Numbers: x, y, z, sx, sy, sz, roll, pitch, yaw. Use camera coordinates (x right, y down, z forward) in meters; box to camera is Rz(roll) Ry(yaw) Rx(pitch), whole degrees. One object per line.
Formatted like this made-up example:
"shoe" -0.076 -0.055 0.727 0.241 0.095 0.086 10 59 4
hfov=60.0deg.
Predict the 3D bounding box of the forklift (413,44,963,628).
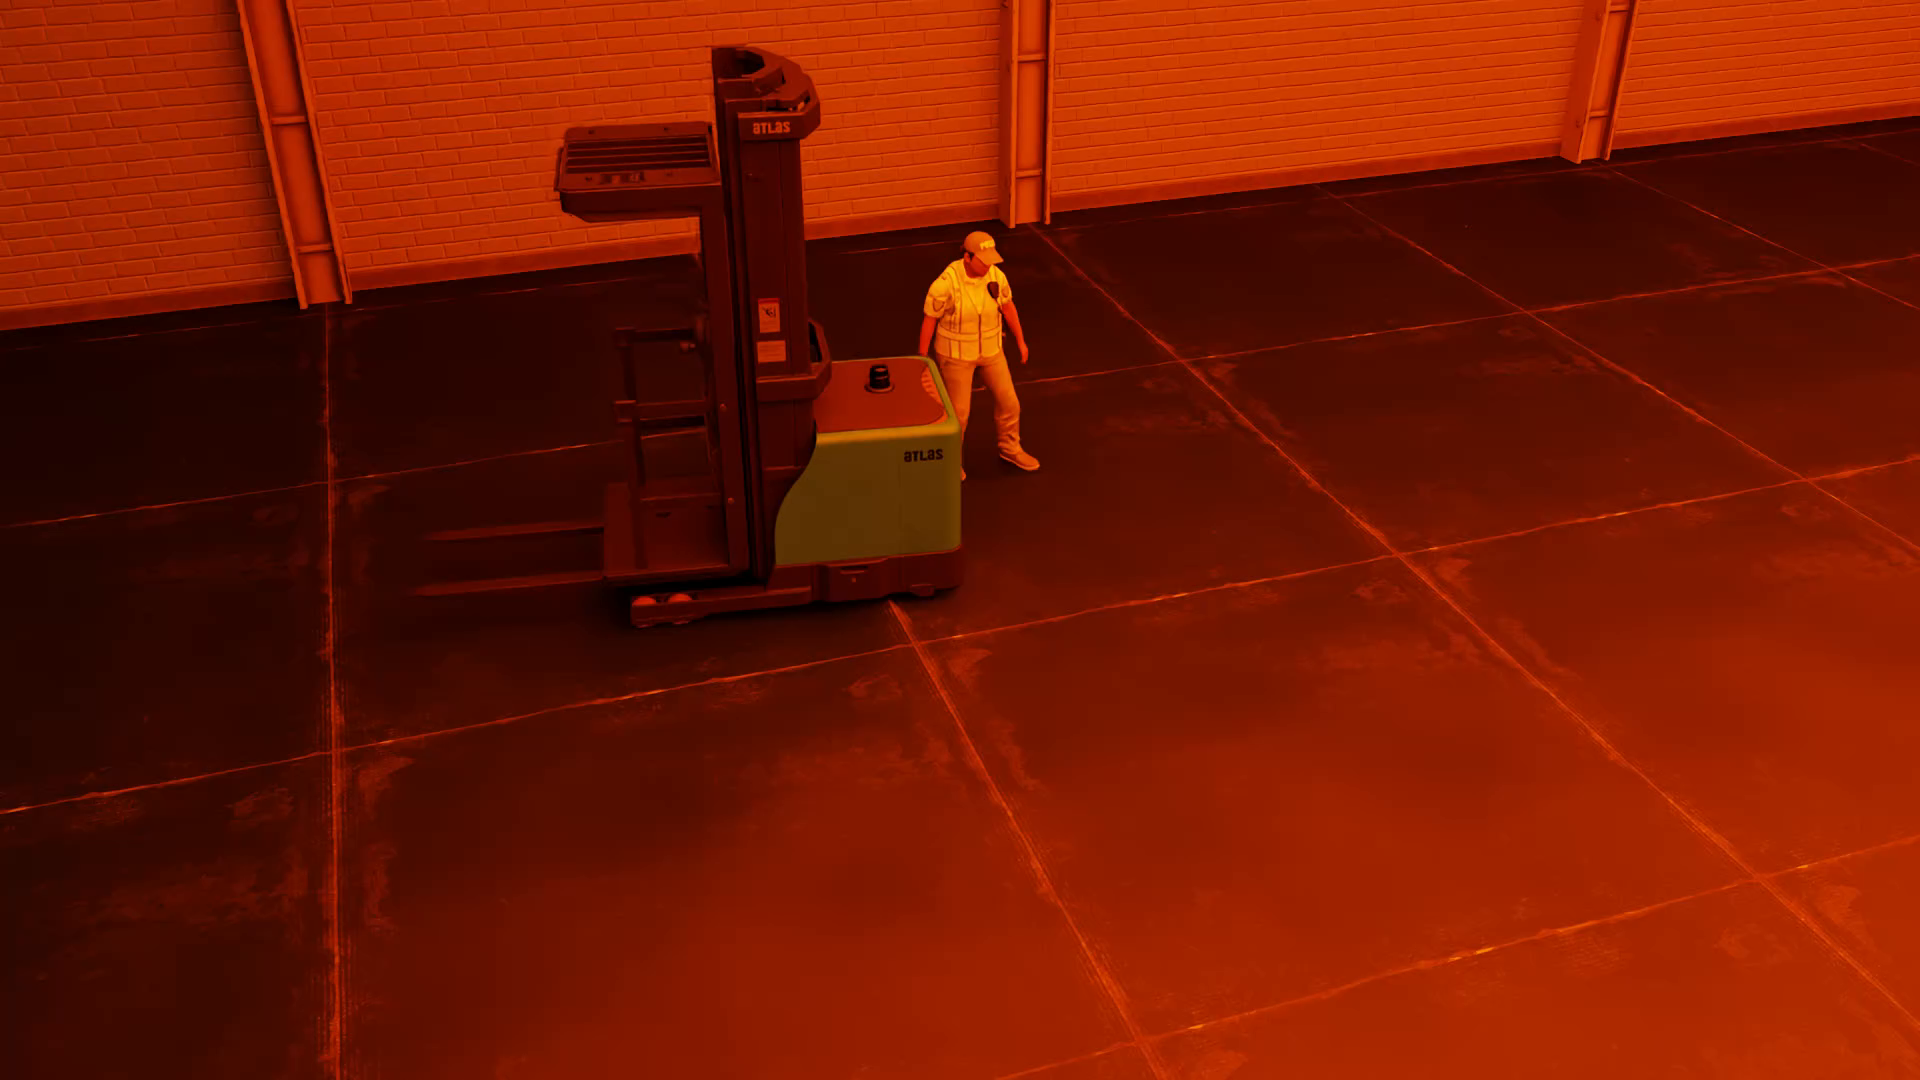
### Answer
"forklift" -1.549 -1.071 8.948 3.031 2.935 1.130 -5 30 -9

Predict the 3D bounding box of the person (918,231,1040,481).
"person" 0.116 -1.163 10.413 0.778 1.640 0.459 -13 32 -21
